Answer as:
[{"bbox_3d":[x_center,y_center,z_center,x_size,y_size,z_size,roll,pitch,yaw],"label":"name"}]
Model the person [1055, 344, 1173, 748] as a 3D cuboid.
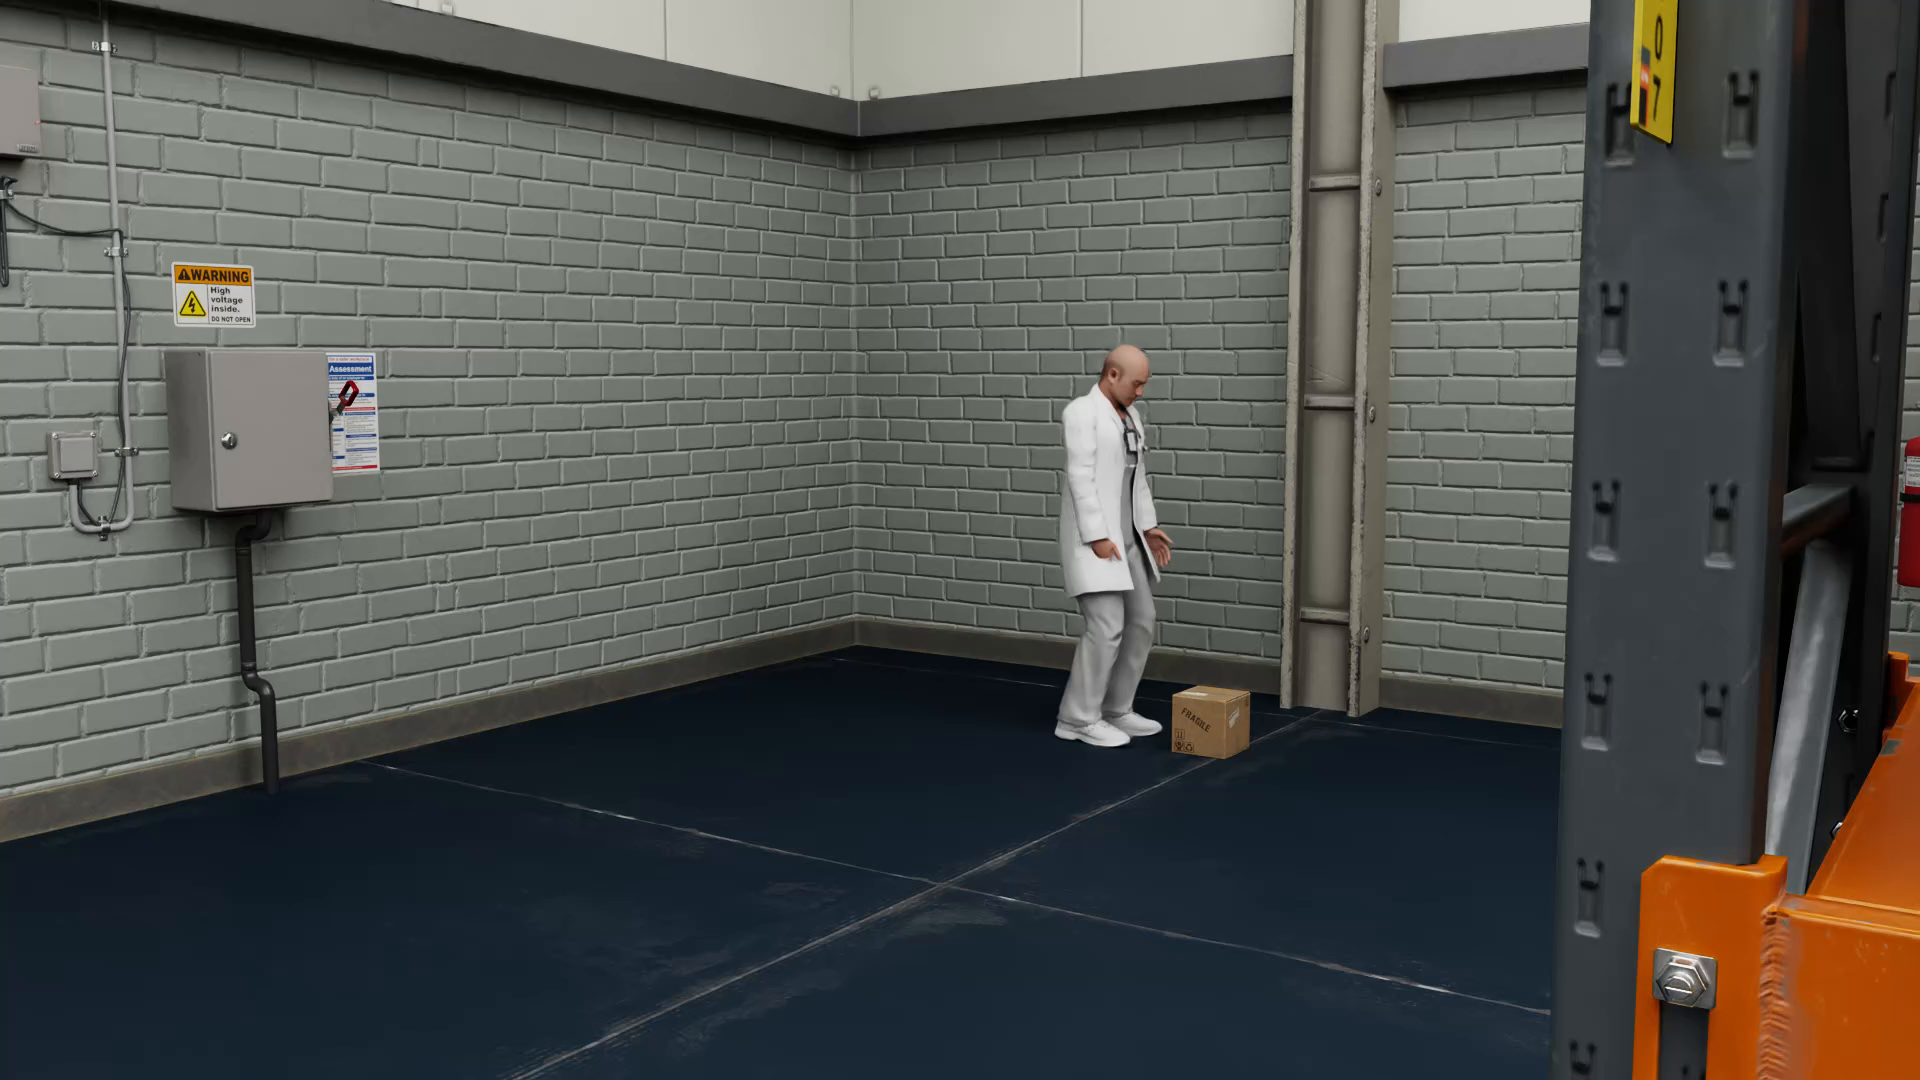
[{"bbox_3d":[0.670,0.016,7.348,0.401,1.738,0.583,4,8,35],"label":"person"}]
